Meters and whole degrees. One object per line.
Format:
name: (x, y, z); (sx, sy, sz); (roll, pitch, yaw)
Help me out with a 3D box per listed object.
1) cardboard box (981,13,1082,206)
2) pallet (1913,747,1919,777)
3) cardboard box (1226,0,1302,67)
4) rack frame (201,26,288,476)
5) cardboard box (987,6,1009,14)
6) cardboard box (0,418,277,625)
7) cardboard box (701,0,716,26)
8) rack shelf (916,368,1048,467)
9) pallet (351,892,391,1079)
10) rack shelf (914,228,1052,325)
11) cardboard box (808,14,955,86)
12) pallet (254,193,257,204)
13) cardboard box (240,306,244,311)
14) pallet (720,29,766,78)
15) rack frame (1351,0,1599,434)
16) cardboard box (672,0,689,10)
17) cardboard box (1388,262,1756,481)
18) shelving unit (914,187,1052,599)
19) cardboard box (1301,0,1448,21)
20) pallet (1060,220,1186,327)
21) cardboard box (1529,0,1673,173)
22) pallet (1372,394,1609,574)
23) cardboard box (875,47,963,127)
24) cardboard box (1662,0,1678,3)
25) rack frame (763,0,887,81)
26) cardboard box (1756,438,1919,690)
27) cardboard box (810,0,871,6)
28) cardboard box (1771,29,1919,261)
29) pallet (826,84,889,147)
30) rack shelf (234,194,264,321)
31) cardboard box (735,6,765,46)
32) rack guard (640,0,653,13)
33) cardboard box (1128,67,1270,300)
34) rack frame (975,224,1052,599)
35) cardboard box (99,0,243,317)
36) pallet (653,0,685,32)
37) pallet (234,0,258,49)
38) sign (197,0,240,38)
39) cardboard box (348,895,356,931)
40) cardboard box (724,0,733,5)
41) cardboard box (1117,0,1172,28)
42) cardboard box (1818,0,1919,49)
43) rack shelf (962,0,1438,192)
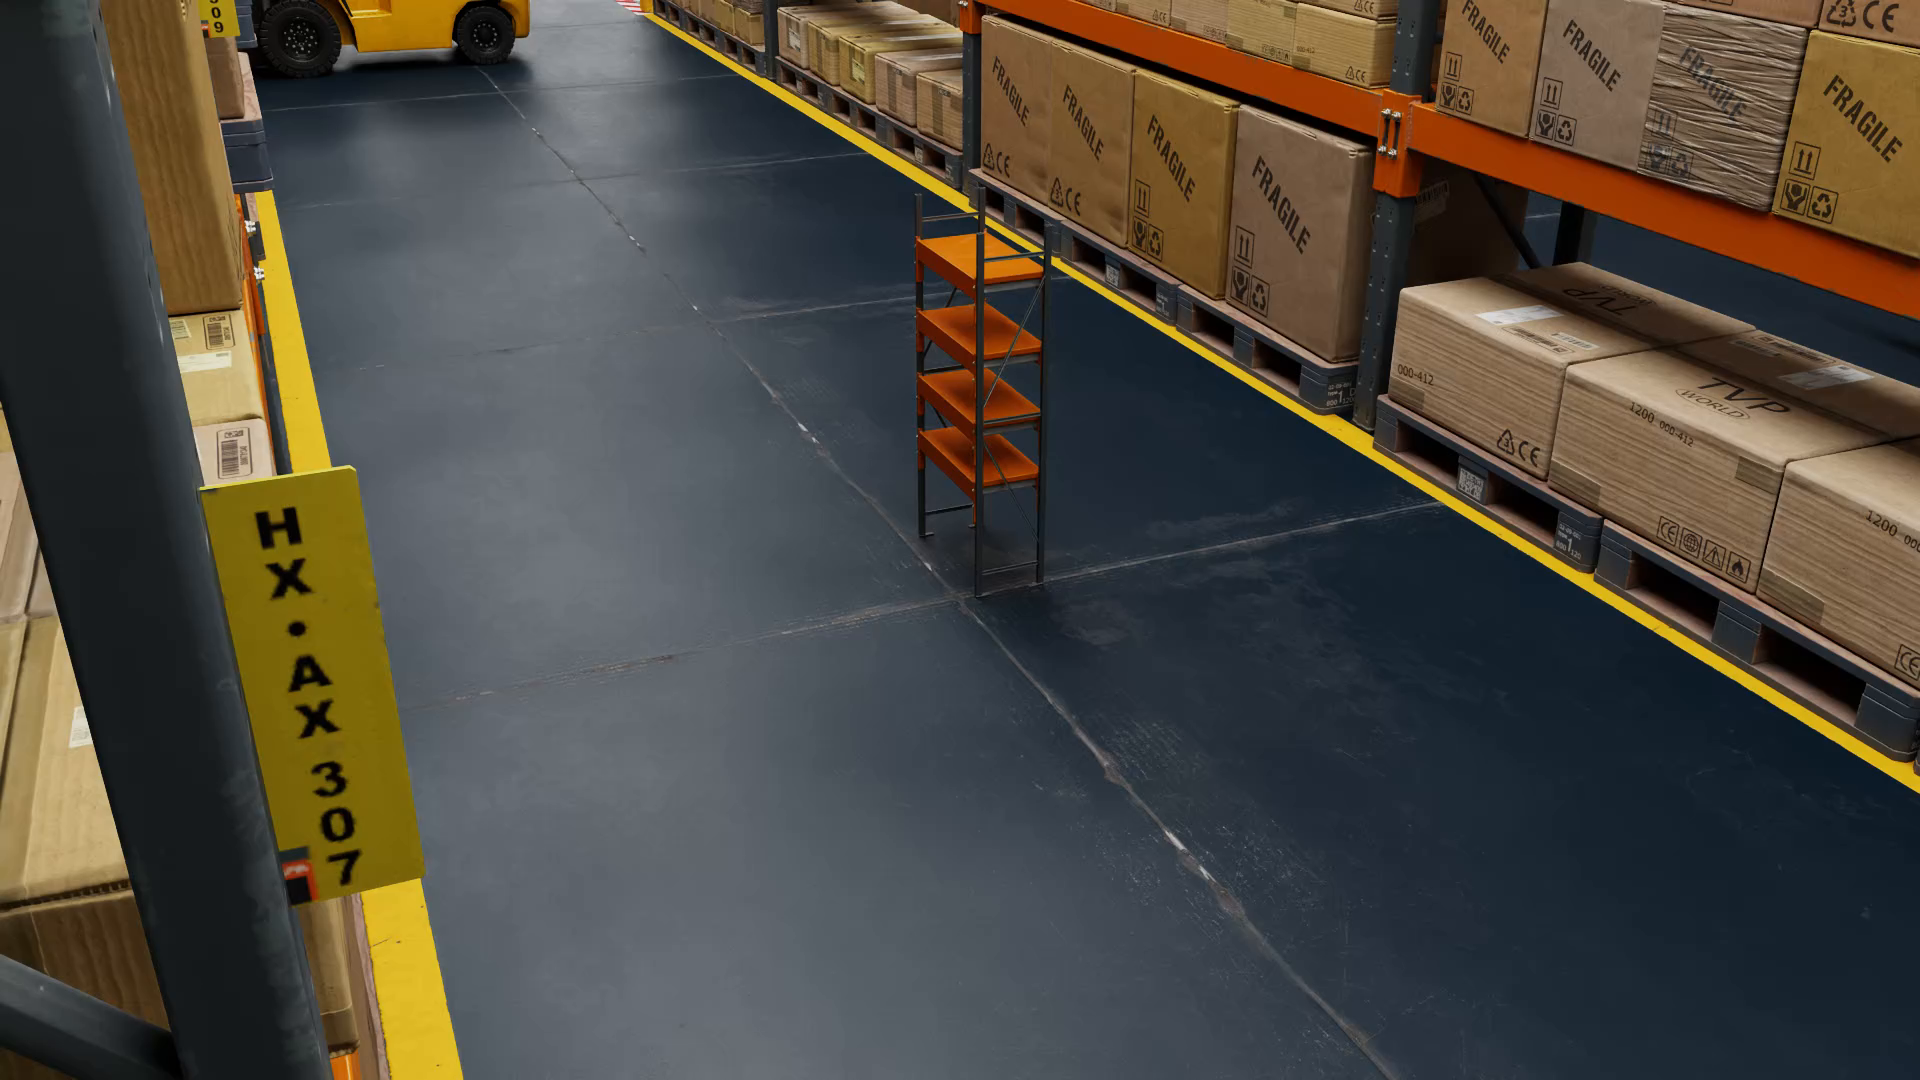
cardboard box: (0.692, -2.436, 9.263); (0.875, 0.875, 0.875); (-11, 28, -21)
pallet: (3.246, 0.679, 4.120); (1.003, 0.211, 1.213); (-11, 28, -21)
cardboard box: (1.458, -2.156, 6.918); (0.500, 0.250, 0.500); (-11, 28, -21)
rack frame: (-2.502, -1.026, 4.432); (1.000, 3.000, 0.127); (-11, 28, -21)
cardboard box: (0.557, -4.645, 13.830); (0.500, 0.500, 0.500); (-11, 28, -21)
cardboard box: (-1.063, 0.090, 1.979); (0.500, 0.250, 0.500); (-10, 28, -20)
cardboard box: (-1.960, -4.675, 14.561); (0.500, 0.250, 0.500); (-10, 28, -20)
rack shelf: (0.065, -0.412, 5.379); (0.258, 0.148, 0.480); (-11, 28, -21)
pallet: (-1.752, 0.998, 3.465); (1.003, 0.211, 1.213); (-11, 28, -21)
rack shelf: (0.065, -0.825, 5.177); (0.258, 0.148, 0.480); (-11, 28, -21)
cardboard box: (-0.576, -3.616, 12.255); (0.950, 0.372, 0.625); (-9, 27, -17)
pallet: (-4.828, -2.218, 10.052); (1.003, 0.211, 1.213); (-11, 28, -21)
cardboard box: (-1.685, -0.525, 3.238); (0.500, 0.250, 0.500); (-11, 28, -21)
pallet: (-1.364, -4.122, 13.951); (1.003, 0.211, 1.213); (-11, 28, -21)
rack frame: (2.064, -1.880, 6.182); (1.000, 3.000, 0.127); (-11, 28, -21)
cardboard box: (-2.381, -5.097, 15.426); (0.500, 0.250, 0.500); (-10, 28, -19)
cardboard box: (2.211, -0.645, 6.095); (0.875, 0.438, 0.875); (-11, 28, -21)
shelving unit: (0.065, -0.472, 5.350); (0.258, 1.200, 0.503); (-11, 28, -21)
cardboard box: (1.668, -2.173, 6.384); (0.500, 0.250, 0.500); (-11, 28, -21)
pallet: (1.211, -1.419, 8.415); (1.003, 0.211, 1.213); (-11, 28, -21)
cardboard box: (2.200, -1.487, 5.262); (0.500, 0.500, 0.500); (-10, 28, -20)
pallet: (2.290, -0.306, 6.137); (1.003, 0.211, 1.213); (-11, 28, -21)
cardboard box: (-0.011, -3.029, 11.051); (0.950, 0.372, 0.625); (-11, 28, -22)
cardboard box: (2.220, -1.935, 5.042); (0.500, 0.500, 0.500); (-11, 28, -21)
rack frame: (-1.069, -5.110, 12.796); (1.000, 3.000, 0.127); (-11, 28, -21)
cardboard box: (2.914, 0.080, 4.609); (0.875, 0.438, 0.875); (-10, 28, -19)
cardboard box: (-1.051, -4.684, 13.726); (0.500, 0.500, 0.500); (-9, 27, -18)
cardboard box: (2.591, -1.077, 4.423); (0.500, 0.500, 0.500); (-10, 28, -19)
pallet: (-0.281, -3.049, 11.755); (1.003, 0.211, 1.213); (-11, 28, -21)
rack shelf: (-3.285, -1.510, 6.243); (1.077, 0.370, 4.000); (-11, 28, -21)
cardboard box: (-1.548, -4.255, 13.702); (0.500, 0.250, 0.500); (-9, 28, -18)
rack guard: (-2.605, -5.570, 16.589); (1.175, 0.500, 0.348); (-11, 28, -21)
cardboard box: (1.387, -1.714, 7.784); (0.875, 0.875, 0.875); (-10, 28, -19)
rack frame: (0.160, -0.374, 5.148); (0.240, 1.200, 0.015); (-11, 28, -21)
cardboard box: (-1.453, -0.649, 2.638); (0.500, 0.500, 0.500); (-10, 28, -19)
pallet: (-2.320, -5.107, 15.968); (1.003, 0.211, 1.213); (-11, 28, -21)
pallet: (-3.738, -2.293, 7.245); (1.213, 0.211, 1.003); (-11, 28, -21)
sign: (-2.005, -1.511, 4.439); (0.100, 0.325, 0.005); (-11, 28, -21)
cardboard box: (-1.501, 0.678, 3.313); (0.500, 0.500, 0.500); (-10, 28, -20)
cardboard box: (-1.748, -4.797, 13.958); (0.500, 0.500, 0.500); (-10, 28, -20)
cardboard box: (1.072, -2.571, 7.768); (0.500, 0.250, 0.500); (-11, 28, -21)
cardboard box: (2.605, -1.523, 4.196); (0.500, 0.500, 0.500); (-11, 28, -21)
rack shelf: (1.281, -2.364, 7.993); (1.077, 0.370, 4.000); (-11, 28, -21)
